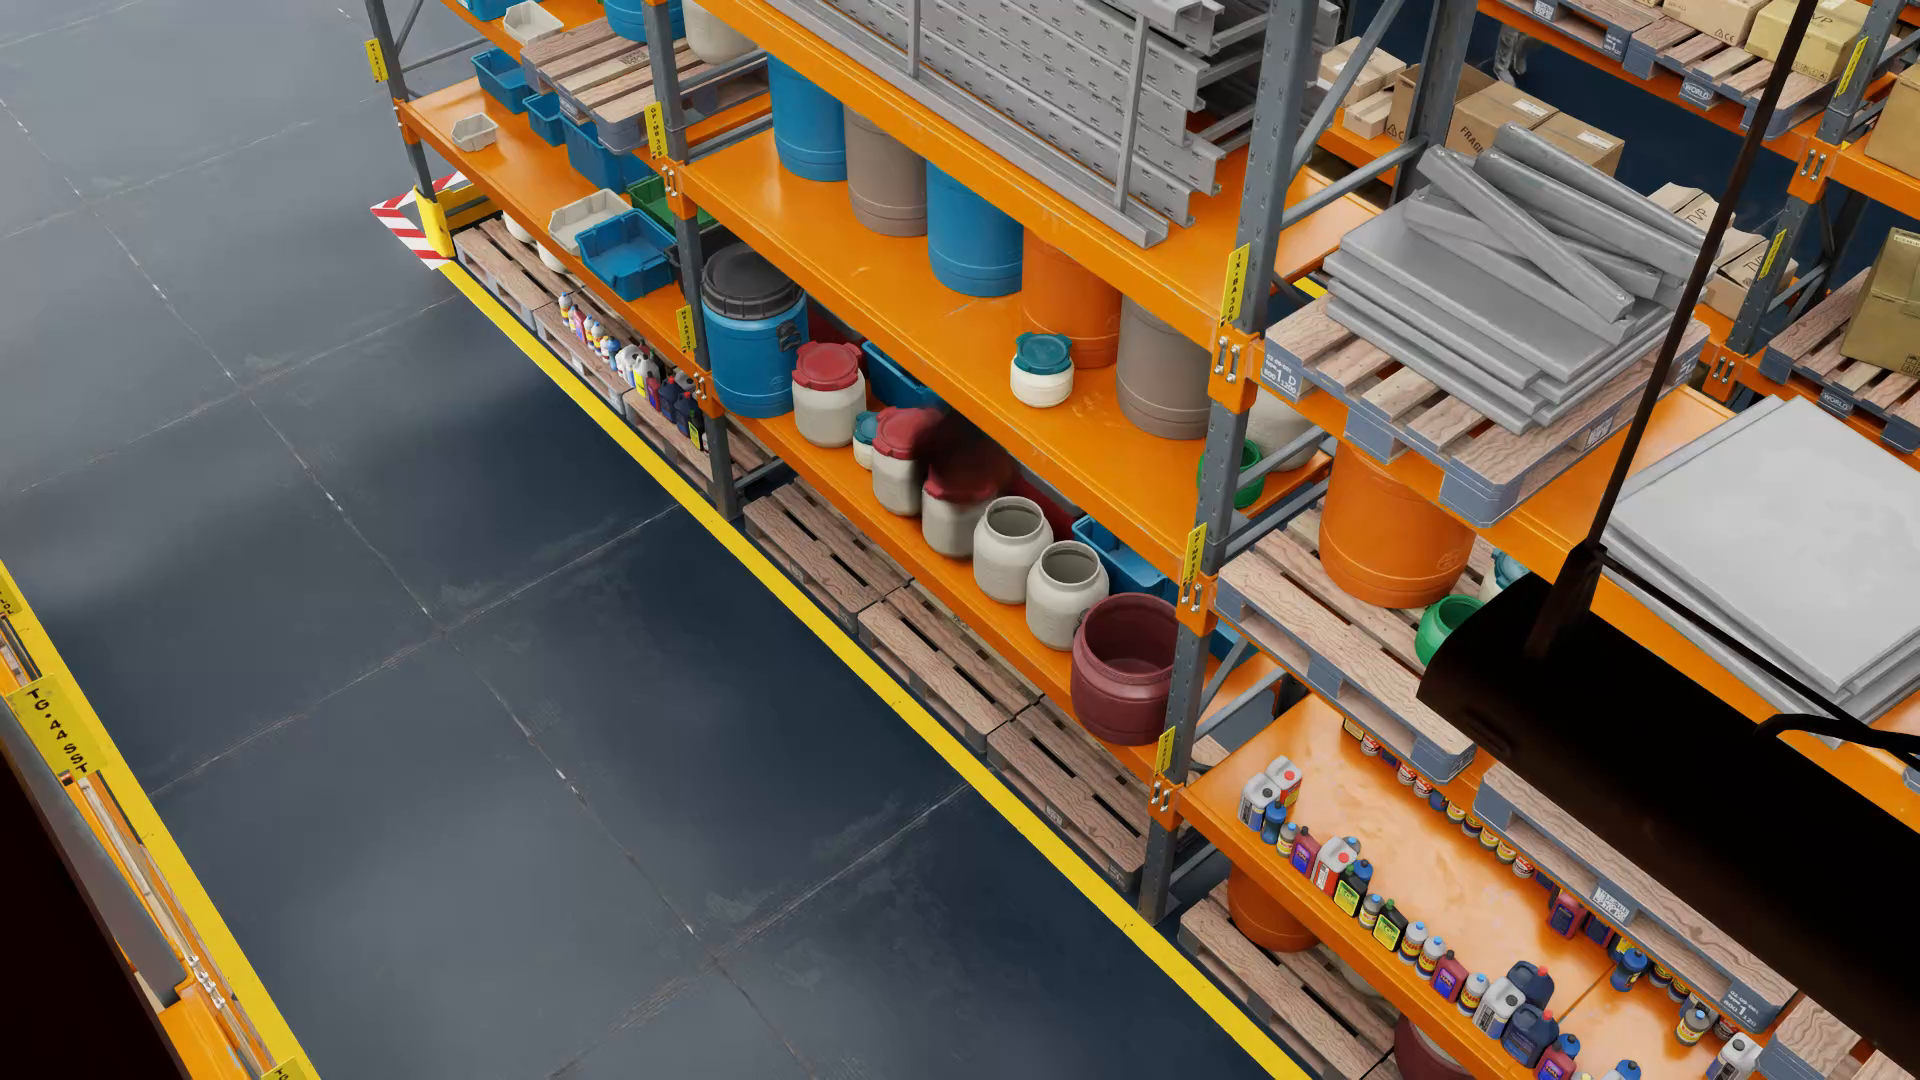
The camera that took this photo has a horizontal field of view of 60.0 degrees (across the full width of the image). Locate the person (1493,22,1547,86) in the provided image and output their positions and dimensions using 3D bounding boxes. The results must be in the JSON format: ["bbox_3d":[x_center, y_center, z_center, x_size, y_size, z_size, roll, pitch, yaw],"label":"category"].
[{"bbox_3d":[4.918,-4.706,14.291,0.495,1.667,0.474,-3,47,-3],"label":"person"}]
